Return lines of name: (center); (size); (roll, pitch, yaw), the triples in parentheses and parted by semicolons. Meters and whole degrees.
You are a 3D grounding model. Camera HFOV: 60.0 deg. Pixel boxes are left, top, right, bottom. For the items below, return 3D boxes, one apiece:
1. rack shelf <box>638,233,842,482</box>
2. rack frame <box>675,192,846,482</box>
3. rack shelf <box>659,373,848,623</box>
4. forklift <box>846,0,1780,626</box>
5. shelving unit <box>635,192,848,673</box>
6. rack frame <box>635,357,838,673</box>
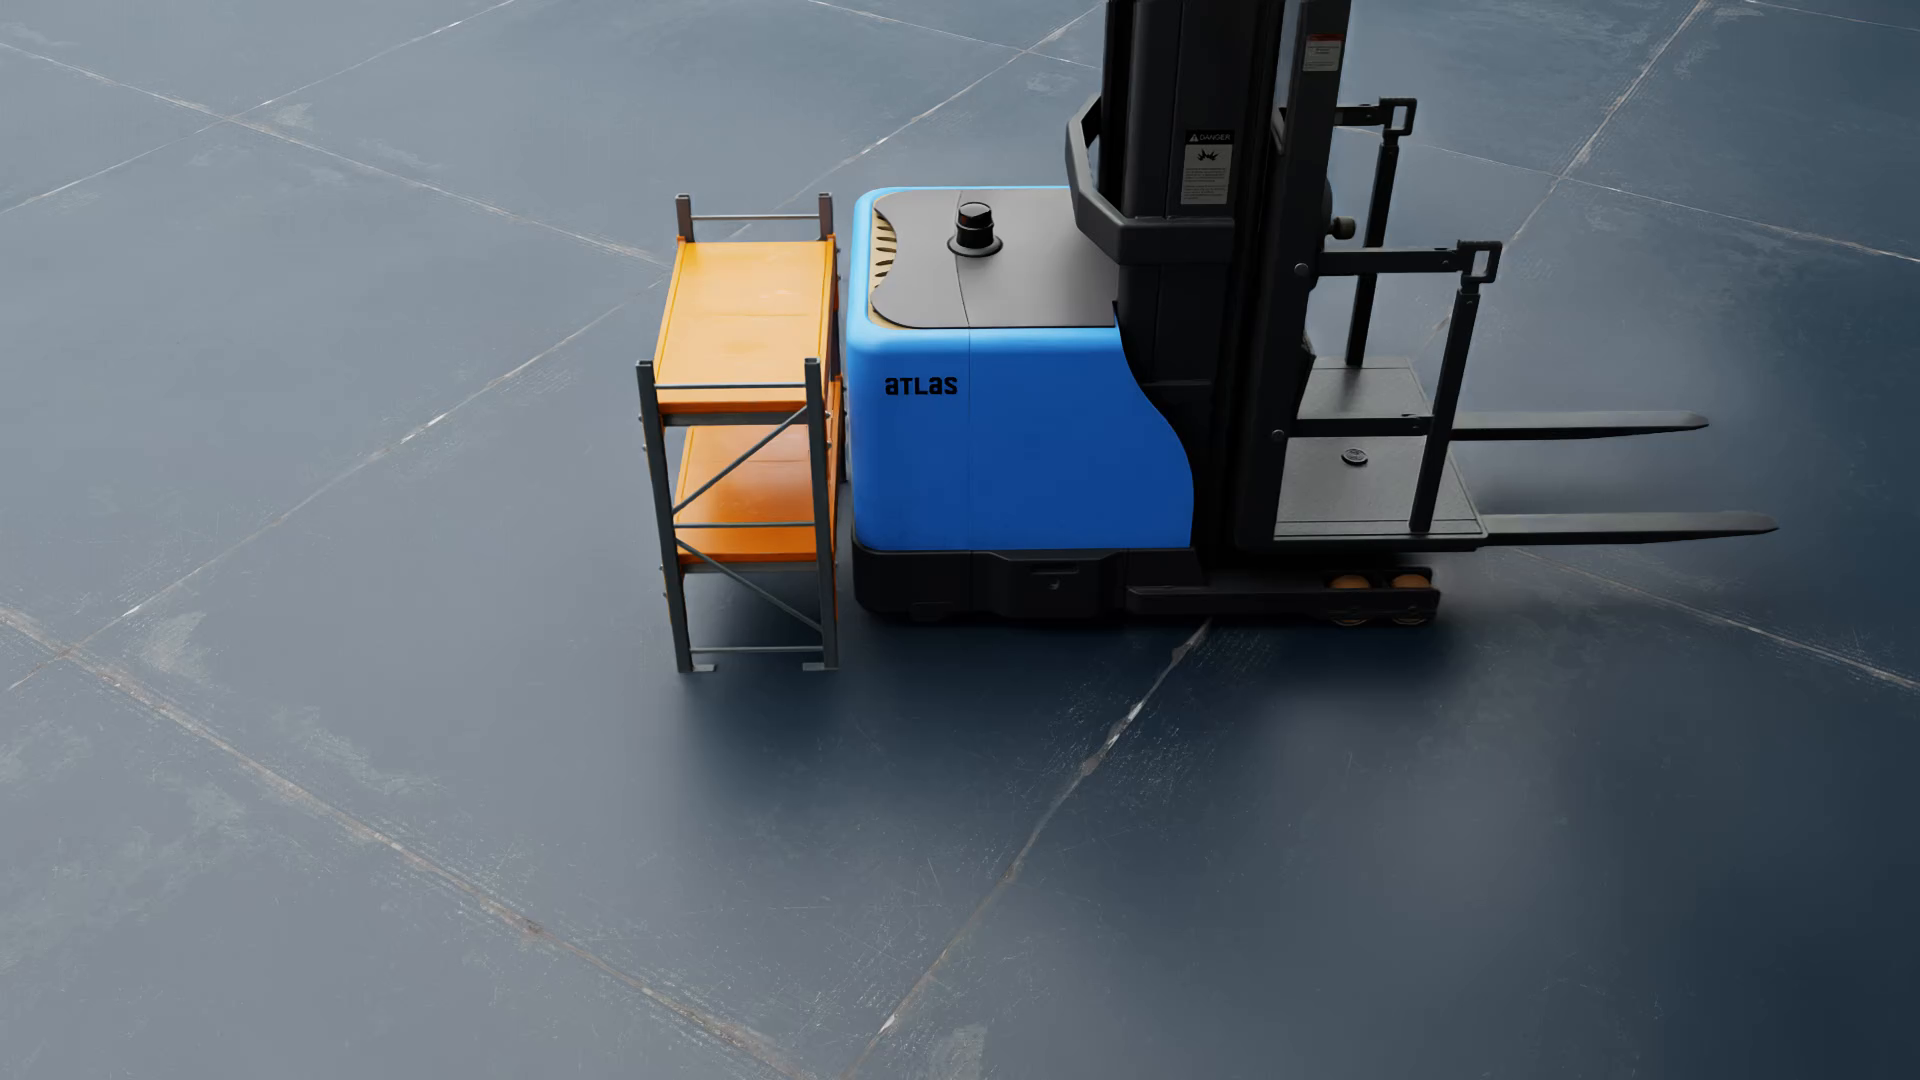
rack shelf: (-0.648, -0.584, 5.107); (0.538, 0.278, 1.000); (-1, 38, -1)
rack frame: (-0.663, -0.662, 5.688); (0.500, 1.125, 0.032); (-1, 38, -1)
rack shelf: (-0.648, -0.158, 5.435); (0.538, 0.278, 1.000); (-1, 38, -1)
forklift: (1.162, -1.208, 4.917); (3.031, 2.935, 1.130); (-1, 38, -1)
shelving unit: (-0.648, -0.352, 5.285); (0.538, 1.125, 1.048); (-1, 38, -1)
rack frame: (-0.633, -0.042, 4.883); (0.500, 1.125, 0.032); (-1, 38, -1)
